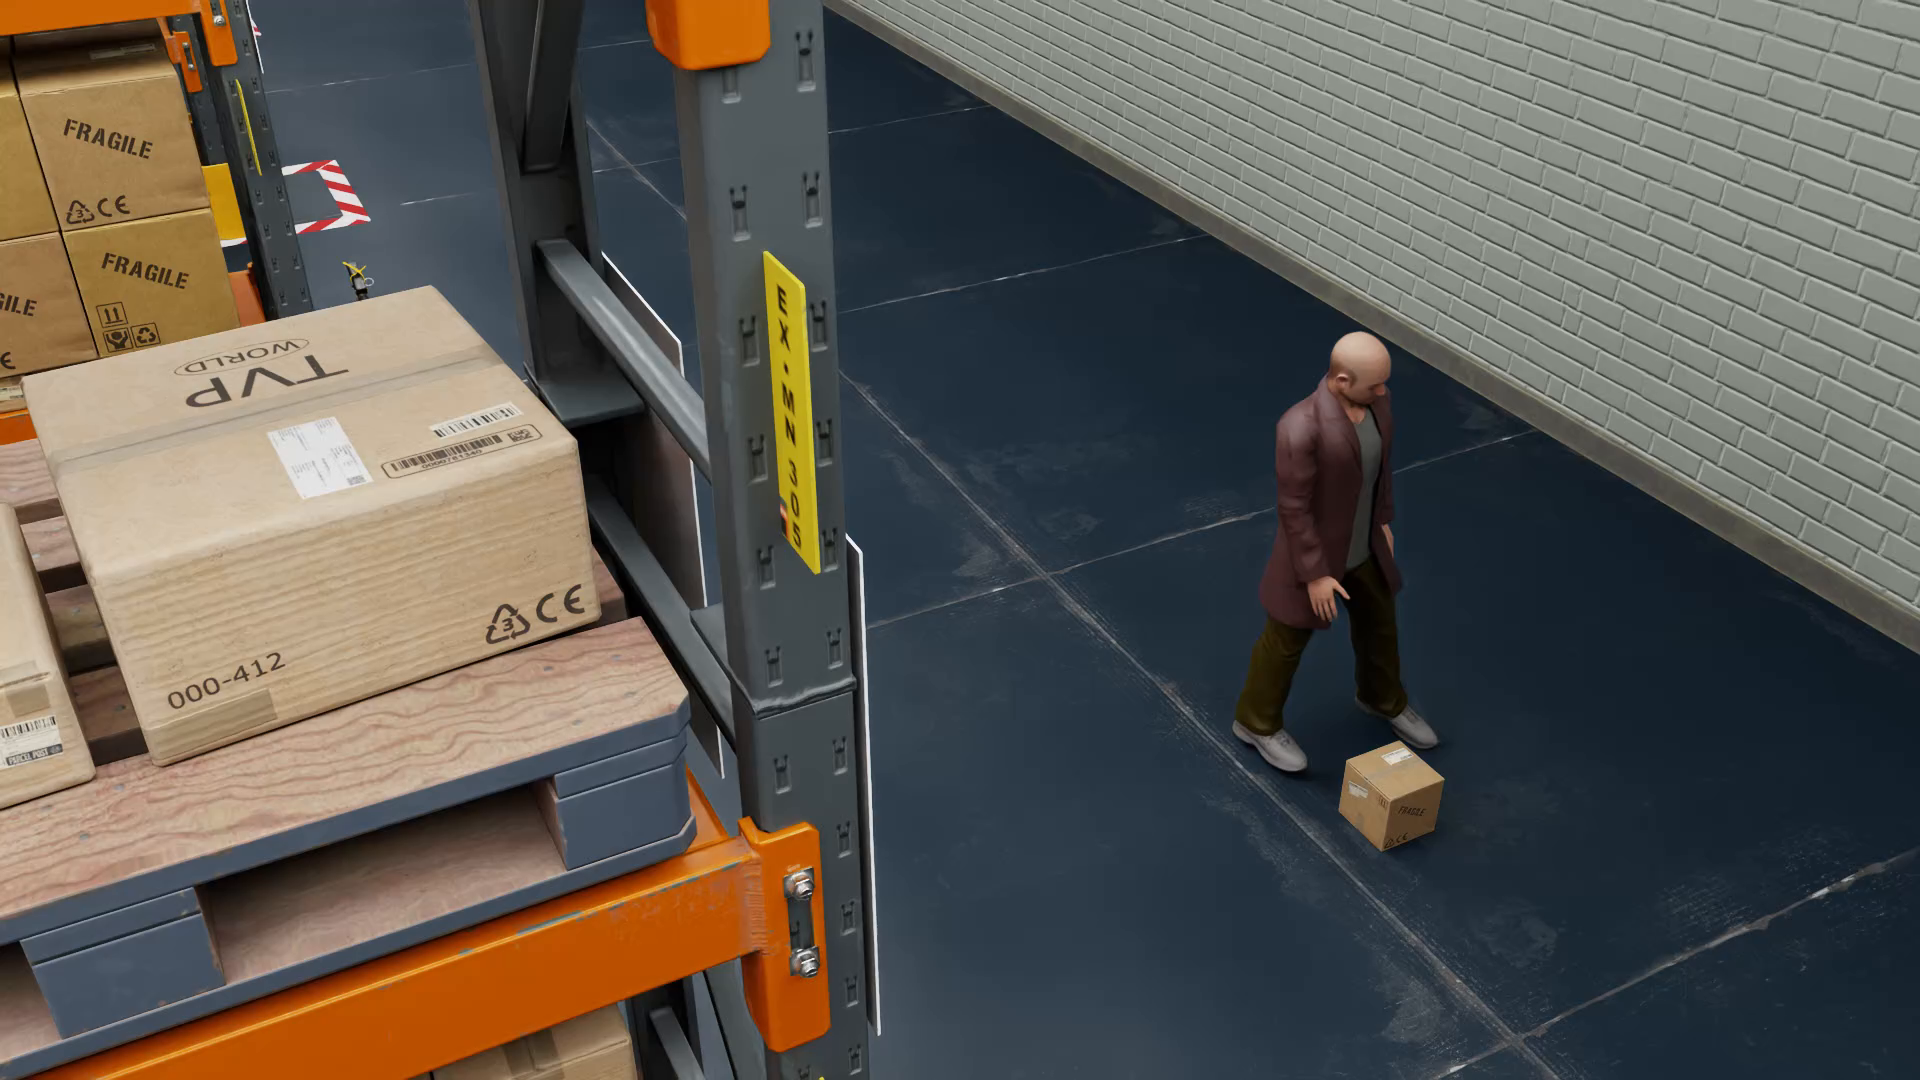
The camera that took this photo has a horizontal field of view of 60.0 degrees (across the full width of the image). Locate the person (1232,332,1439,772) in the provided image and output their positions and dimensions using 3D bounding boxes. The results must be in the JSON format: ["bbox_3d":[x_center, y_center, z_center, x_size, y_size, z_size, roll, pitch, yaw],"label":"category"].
[{"bbox_3d":[1.445,0.050,6.060,0.710,1.773,0.573,-22,39,-30],"label":"person"}]
